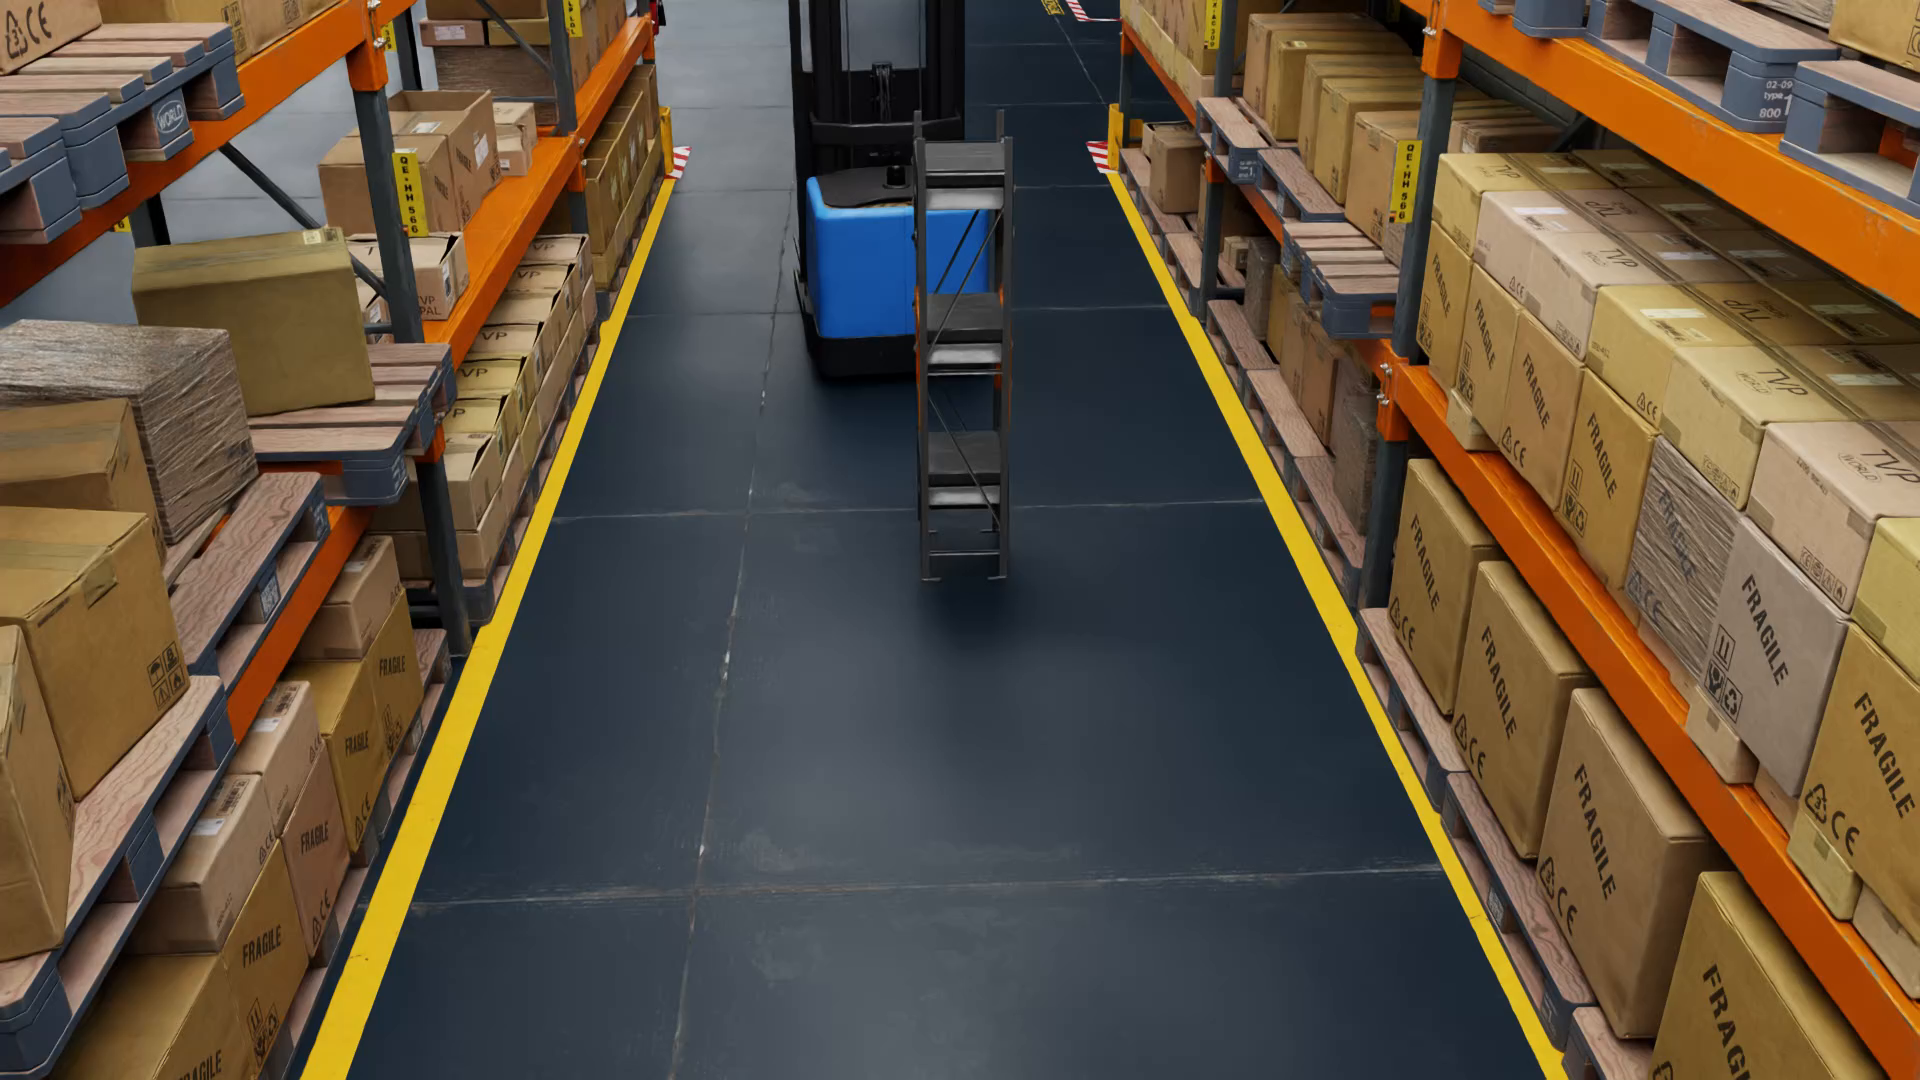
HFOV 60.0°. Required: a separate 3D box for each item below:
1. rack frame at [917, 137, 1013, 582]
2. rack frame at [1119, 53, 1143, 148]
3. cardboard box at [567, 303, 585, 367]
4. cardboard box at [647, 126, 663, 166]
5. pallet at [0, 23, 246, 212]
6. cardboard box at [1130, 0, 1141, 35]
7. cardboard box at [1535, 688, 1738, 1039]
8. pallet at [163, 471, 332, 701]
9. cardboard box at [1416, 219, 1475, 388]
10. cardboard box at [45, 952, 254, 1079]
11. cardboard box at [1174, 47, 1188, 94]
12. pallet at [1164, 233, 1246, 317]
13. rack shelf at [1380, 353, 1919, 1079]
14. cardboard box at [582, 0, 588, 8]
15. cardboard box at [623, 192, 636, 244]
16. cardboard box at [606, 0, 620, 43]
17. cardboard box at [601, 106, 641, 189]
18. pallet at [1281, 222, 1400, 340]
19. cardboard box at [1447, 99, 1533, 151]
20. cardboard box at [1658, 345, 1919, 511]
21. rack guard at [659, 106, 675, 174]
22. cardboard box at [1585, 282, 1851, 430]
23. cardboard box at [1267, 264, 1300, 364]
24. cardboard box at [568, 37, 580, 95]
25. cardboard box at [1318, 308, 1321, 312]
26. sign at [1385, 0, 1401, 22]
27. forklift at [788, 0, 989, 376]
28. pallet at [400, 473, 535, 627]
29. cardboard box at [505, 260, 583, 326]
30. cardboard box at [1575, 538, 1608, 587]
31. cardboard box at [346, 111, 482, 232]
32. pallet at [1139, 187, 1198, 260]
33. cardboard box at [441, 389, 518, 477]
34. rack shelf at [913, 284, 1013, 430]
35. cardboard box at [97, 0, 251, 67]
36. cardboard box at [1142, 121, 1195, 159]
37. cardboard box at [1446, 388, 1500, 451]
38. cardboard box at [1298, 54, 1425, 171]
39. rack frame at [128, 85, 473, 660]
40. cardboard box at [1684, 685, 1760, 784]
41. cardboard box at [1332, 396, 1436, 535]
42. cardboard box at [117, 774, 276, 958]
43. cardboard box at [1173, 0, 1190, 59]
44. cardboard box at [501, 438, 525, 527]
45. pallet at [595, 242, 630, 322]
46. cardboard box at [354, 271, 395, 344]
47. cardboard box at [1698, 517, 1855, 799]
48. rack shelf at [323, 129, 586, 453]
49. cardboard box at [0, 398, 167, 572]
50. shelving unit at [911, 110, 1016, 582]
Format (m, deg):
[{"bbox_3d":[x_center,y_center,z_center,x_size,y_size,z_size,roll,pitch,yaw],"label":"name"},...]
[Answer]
[{"bbox_3d":[0.021,-0.742,7.402,0.400,2.100,0.015,-1,28,-3],"label":"rack frame"},{"bbox_3d":[1.878,-4.642,13.906,1.000,3.000,0.127,-1,28,-3],"label":"rack frame"},{"bbox_3d":[-2.524,-1.222,9.869,0.500,0.250,0.500,-2,28,-3],"label":"cardboard box"},{"bbox_3d":[-2.745,-3.247,13.751,0.500,0.250,0.500,-1,28,-3],"label":"cardboard box"},{"bbox_3d":[-2.463,-1.007,3.897,1.213,0.211,1.003,-1,28,-3],"label":"pallet"},{"bbox_3d":[1.628,-4.112,13.030,0.500,0.250,0.500,-2,28,-4],"label":"cardboard box"},{"bbox_3d":[2.292,0.960,5.037,0.750,0.750,0.750,-1,28,-1],"label":"cardboard box"},{"bbox_3d":[-2.545,0.157,4.912,1.003,0.211,1.213,-1,28,-3],"label":"pallet"},{"bbox_3d":[2.066,-0.902,6.284,0.500,0.500,0.500,-1,28,-1],"label":"cardboard box"},{"bbox_3d":[-2.263,1.459,4.436,0.500,0.500,0.500,-1,28,-2],"label":"cardboard box"},{"bbox_3d":[1.742,-3.179,11.241,0.500,0.250,0.500,-1,28,-2],"label":"cardboard box"},{"bbox_3d":[2.017,-1.867,11.602,1.003,0.211,1.213,-1,28,-3],"label":"pallet"},{"bbox_3d":[2.400,0.295,5.218,1.077,0.370,4.000,-1,28,-3],"label":"rack shelf"},{"bbox_3d":[-2.752,-3.729,11.346,0.380,0.149,0.250,-2,28,-4],"label":"cardboard box"},{"bbox_3d":[-2.623,-2.324,11.981,0.500,0.250,0.500,-1,28,-3],"label":"cardboard box"},{"bbox_3d":[-3.025,-4.106,12.771,0.700,0.500,0.500,-1,28,-1],"label":"cardboard box"},{"bbox_3d":[-2.652,-2.887,12.250,0.500,0.500,0.500,-1,28,-3],"label":"cardboard box"},{"bbox_3d":[2.152,-1.189,7.493,1.213,0.211,1.003,-1,28,-3],"label":"pallet"},{"bbox_3d":[2.216,-1.781,7.136,0.380,0.149,0.250,-6,28,-11],"label":"cardboard box"},{"bbox_3d":[2.181,-0.299,4.317,0.500,0.250,0.500,-1,28,-2],"label":"cardboard box"},{"bbox_3d":[-3.070,-3.423,14.273,1.175,0.500,0.348,-1,28,-3],"label":"rack guard"},{"bbox_3d":[2.154,-0.534,4.768,0.500,0.250,0.500,-2,28,-4],"label":"cardboard box"},{"bbox_3d":[2.219,-1.304,9.734,0.700,0.500,0.500,-2,28,-4],"label":"cardboard box"},{"bbox_3d":[-2.923,-3.166,10.968,0.700,0.500,0.500,-2,28,-3],"label":"cardboard box"},{"bbox_3d":[2.200,-1.431,9.166,0.500,0.250,0.500,-2,28,-4],"label":"cardboard box"},{"bbox_3d":[2.641,-3.323,10.125,0.100,0.325,0.005,-1,28,-3],"label":"sign"},{"bbox_3d":[-0.552,-2.940,10.718,1.130,2.935,3.031,-4,28,-8],"label":"forklift"},{"bbox_3d":[-2.655,0.029,7.965,1.003,0.211,1.213,-1,28,-3],"label":"pallet"},{"bbox_3d":[-2.519,-1.469,9.735,0.500,0.311,0.500,-1,28,-1],"label":"cardboard box"},{"bbox_3d":[2.173,0.021,5.216,0.380,0.149,0.250,-1,28,-2],"label":"cardboard box"},{"bbox_3d":[-2.782,-1.888,8.518,0.500,0.500,0.500,-1,28,-3],"label":"cardboard box"},{"bbox_3d":[1.950,-2.432,12.685,1.003,0.211,1.213,-1,28,-3],"label":"pallet"},{"bbox_3d":[-2.421,-0.533,7.941,0.500,0.311,0.500,-2,28,-4],"label":"cardboard box"},{"bbox_3d":[0.009,-0.842,7.624,0.431,0.518,0.480,-1,28,-3],"label":"rack shelf"},{"bbox_3d":[-2.541,-1.524,4.576,0.910,0.500,0.500,-1,28,-3],"label":"cardboard box"},{"bbox_3d":[1.825,-3.323,13.809,0.500,0.311,0.500,-4,28,-8],"label":"cardboard box"},{"bbox_3d":[2.016,-0.446,6.111,0.380,0.149,0.250,-1,28,-1],"label":"cardboard box"},{"bbox_3d":[2.167,-2.236,8.710,0.700,0.500,0.500,2,28,4],"label":"cardboard box"},{"bbox_3d":[-2.651,-0.826,6.590,1.000,3.000,0.127,-1,28,-3],"label":"rack frame"},{"bbox_3d":[2.127,0.496,4.305,0.380,0.149,0.250,-1,28,-3],"label":"cardboard box"},{"bbox_3d":[2.206,-0.365,7.934,0.700,0.500,0.500,-1,28,-2],"label":"cardboard box"},{"bbox_3d":[-2.276,0.911,4.676,0.500,0.250,0.500,-1,28,-3],"label":"cardboard box"},{"bbox_3d":[1.722,-3.511,11.067,0.500,0.500,0.500,-2,28,-3],"label":"cardboard box"},{"bbox_3d":[-2.412,-0.274,8.051,0.500,0.250,0.500,-2,28,-4],"label":"cardboard box"},{"bbox_3d":[-2.859,-1.805,11.482,1.003,0.211,1.213,-1,28,-3],"label":"pallet"},{"bbox_3d":[-2.626,-0.955,6.934,0.500,0.311,0.500,0,28,1],"label":"cardboard box"},{"bbox_3d":[2.193,0.272,4.032,0.500,0.500,0.500,-1,28,-2],"label":"cardboard box"},{"bbox_3d":[-2.755,-1.431,8.527,1.077,0.370,4.000,-1,28,-3],"label":"rack shelf"},{"bbox_3d":[-2.596,-0.024,4.489,0.700,0.500,0.500,-8,29,-16],"label":"cardboard box"},{"bbox_3d":[0.009,-0.855,7.618,0.431,2.100,0.503,-1,28,-3],"label":"shelving unit"}]
